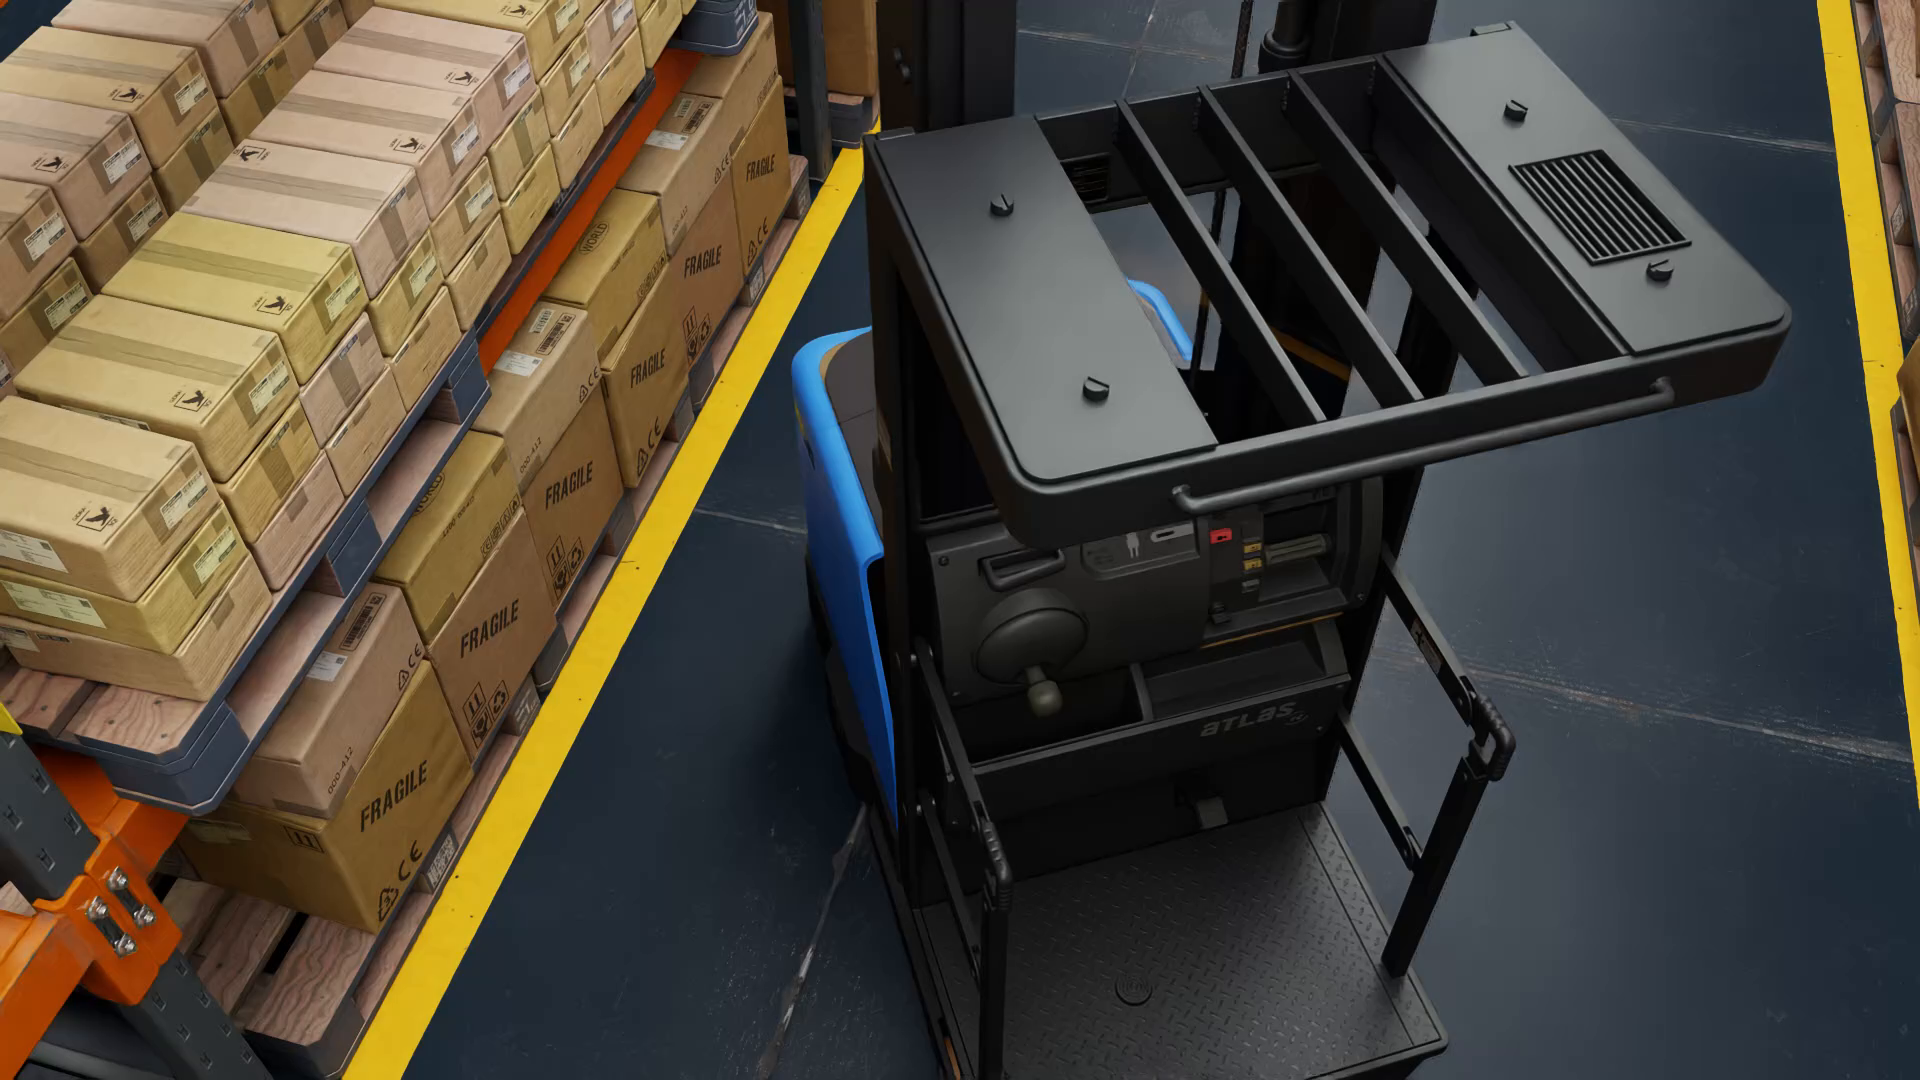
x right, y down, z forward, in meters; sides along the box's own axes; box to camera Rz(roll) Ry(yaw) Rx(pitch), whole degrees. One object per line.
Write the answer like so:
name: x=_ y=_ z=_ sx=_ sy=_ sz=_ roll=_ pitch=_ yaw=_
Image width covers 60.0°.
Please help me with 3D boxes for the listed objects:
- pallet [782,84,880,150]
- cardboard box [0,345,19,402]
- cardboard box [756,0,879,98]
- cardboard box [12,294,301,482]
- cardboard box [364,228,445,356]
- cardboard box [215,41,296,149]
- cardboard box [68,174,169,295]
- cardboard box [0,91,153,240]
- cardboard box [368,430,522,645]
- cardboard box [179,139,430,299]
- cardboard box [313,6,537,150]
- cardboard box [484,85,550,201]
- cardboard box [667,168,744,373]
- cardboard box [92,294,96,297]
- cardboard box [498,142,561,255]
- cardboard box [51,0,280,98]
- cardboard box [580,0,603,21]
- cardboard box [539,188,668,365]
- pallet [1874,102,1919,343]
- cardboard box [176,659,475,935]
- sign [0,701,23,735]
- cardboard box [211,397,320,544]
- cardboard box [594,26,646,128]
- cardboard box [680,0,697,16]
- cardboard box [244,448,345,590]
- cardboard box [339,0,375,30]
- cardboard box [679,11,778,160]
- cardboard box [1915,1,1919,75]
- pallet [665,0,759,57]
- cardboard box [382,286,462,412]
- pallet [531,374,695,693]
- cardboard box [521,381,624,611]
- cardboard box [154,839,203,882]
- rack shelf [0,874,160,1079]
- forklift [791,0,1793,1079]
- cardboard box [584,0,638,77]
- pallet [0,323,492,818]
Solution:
pallet: x=-0.716 y=-2.152 z=7.009 sx=1.003 sy=0.211 sz=1.213 roll=12 pitch=50 yaw=10
cardboard box: x=-2.067 y=-0.298 z=3.201 sx=0.380 sy=0.149 sz=0.250 roll=12 pitch=50 yaw=10
cardboard box: x=-0.749 y=-2.337 z=6.532 sx=1.050 sy=0.750 sz=0.750 roll=11 pitch=49 yaw=10
cardboard box: x=-1.434 y=-0.276 z=2.984 sx=0.380 sy=0.149 sz=0.250 roll=13 pitch=50 yaw=11
cardboard box: x=-1.300 y=-0.537 z=3.413 sx=0.380 sy=0.149 sz=0.250 roll=10 pitch=49 yaw=8
cardboard box: x=-1.791 y=-1.061 z=3.875 sx=0.380 sy=0.149 sz=0.250 roll=12 pitch=50 yaw=10
cardboard box: x=-1.931 y=-0.676 z=3.535 sx=0.380 sy=0.149 sz=0.250 roll=10 pitch=49 yaw=9
cardboard box: x=-1.923 y=-0.779 z=3.427 sx=0.380 sy=0.149 sz=0.250 roll=11 pitch=50 yaw=10
cardboard box: x=-1.462 y=-0.054 z=4.184 sx=0.500 sy=0.250 sz=0.500 roll=13 pitch=50 yaw=11
cardboard box: x=-1.296 y=-0.641 z=3.306 sx=0.380 sy=0.149 sz=0.250 roll=11 pitch=49 yaw=10
cardboard box: x=-1.162 y=-1.008 z=3.630 sx=0.380 sy=0.149 sz=0.250 roll=13 pitch=50 yaw=11
cardboard box: x=-1.161 y=-0.925 z=3.754 sx=0.380 sy=0.149 sz=0.250 roll=11 pitch=49 yaw=9
cardboard box: x=-1.058 y=-0.929 z=5.456 sx=0.500 sy=0.500 sz=0.500 roll=13 pitch=50 yaw=12
cardboard box: x=-1.934 y=-0.557 z=3.629 sx=0.380 sy=0.149 sz=0.250 roll=9 pitch=49 yaw=8
cardboard box: x=-1.163 y=-0.822 z=3.862 sx=0.380 sy=0.149 sz=0.250 roll=11 pitch=49 yaw=9
cardboard box: x=-1.788 y=-1.150 z=3.755 sx=0.380 sy=0.149 sz=0.250 roll=10 pitch=49 yaw=8
cardboard box: x=-1.025 y=-1.392 z=3.969 sx=0.380 sy=0.149 sz=0.250 roll=14 pitch=50 yaw=12
cardboard box: x=-1.195 y=-0.801 z=4.843 sx=0.500 sy=0.250 sz=0.500 roll=13 pitch=50 yaw=11
pallet: x=3.969 y=-1.110 z=6.089 sx=1.003 sy=0.211 sz=1.213 roll=12 pitch=50 yaw=10
cardboard box: x=-1.599 y=0.580 z=4.125 sx=0.500 sy=0.500 sz=0.500 roll=13 pitch=50 yaw=11
sign: x=-1.524 y=0.189 z=2.505 sx=0.100 sy=0.325 sz=0.005 roll=12 pitch=50 yaw=10
cardboard box: x=-1.435 y=-0.162 z=3.082 sx=0.380 sy=0.149 sz=0.250 roll=11 pitch=49 yaw=9
cardboard box: x=-1.025 y=-1.201 z=4.197 sx=0.380 sy=0.149 sz=0.250 roll=13 pitch=50 yaw=11
cardboard box: x=-0.886 y=-1.583 z=4.534 sx=0.380 sy=0.149 sz=0.250 roll=11 pitch=49 yaw=10
cardboard box: x=-1.434 y=-0.078 z=3.205 sx=0.380 sy=0.149 sz=0.250 roll=12 pitch=50 yaw=11
cardboard box: x=-1.655 y=-1.432 z=4.202 sx=0.380 sy=0.149 sz=0.250 roll=11 pitch=50 yaw=10
cardboard box: x=-0.923 y=-1.533 z=5.489 sx=0.500 sy=0.250 sz=0.500 roll=11 pitch=49 yaw=9
cardboard box: x=4.196 y=-2.090 z=6.467 sx=0.700 sy=0.500 sz=0.500 roll=15 pitch=50 yaw=13
pallet: x=-1.081 y=-1.919 z=5.071 sx=1.213 sy=0.211 sz=1.003 roll=12 pitch=50 yaw=10
cardboard box: x=-1.298 y=-0.439 z=3.524 sx=0.380 sy=0.149 sz=0.250 roll=12 pitch=50 yaw=10
pallet: x=-1.526 y=-0.152 z=5.243 sx=1.003 sy=0.211 sz=1.213 roll=12 pitch=50 yaw=10
cardboard box: x=-1.336 y=-0.185 z=4.799 sx=0.500 sy=0.500 sz=0.500 roll=12 pitch=50 yaw=11
cardboard box: x=-2.097 y=0.477 z=4.215 sx=0.500 sy=0.500 sz=0.500 roll=11 pitch=49 yaw=9
rack shelf: x=-2.575 y=2.059 z=1.912 sx=1.077 sy=0.370 sz=4.000 roll=12 pitch=50 yaw=10
forklift: x=0.461 y=0.183 z=3.133 sx=1.130 sy=2.935 sz=3.031 roll=-13 pitch=50 yaw=-11
cardboard box: x=-1.024 y=-1.293 z=4.080 sx=0.380 sy=0.149 sz=0.250 roll=13 pitch=50 yaw=11
pallet: x=-1.708 y=-0.087 z=3.454 sx=1.003 sy=0.211 sz=1.213 roll=12 pitch=50 yaw=10
